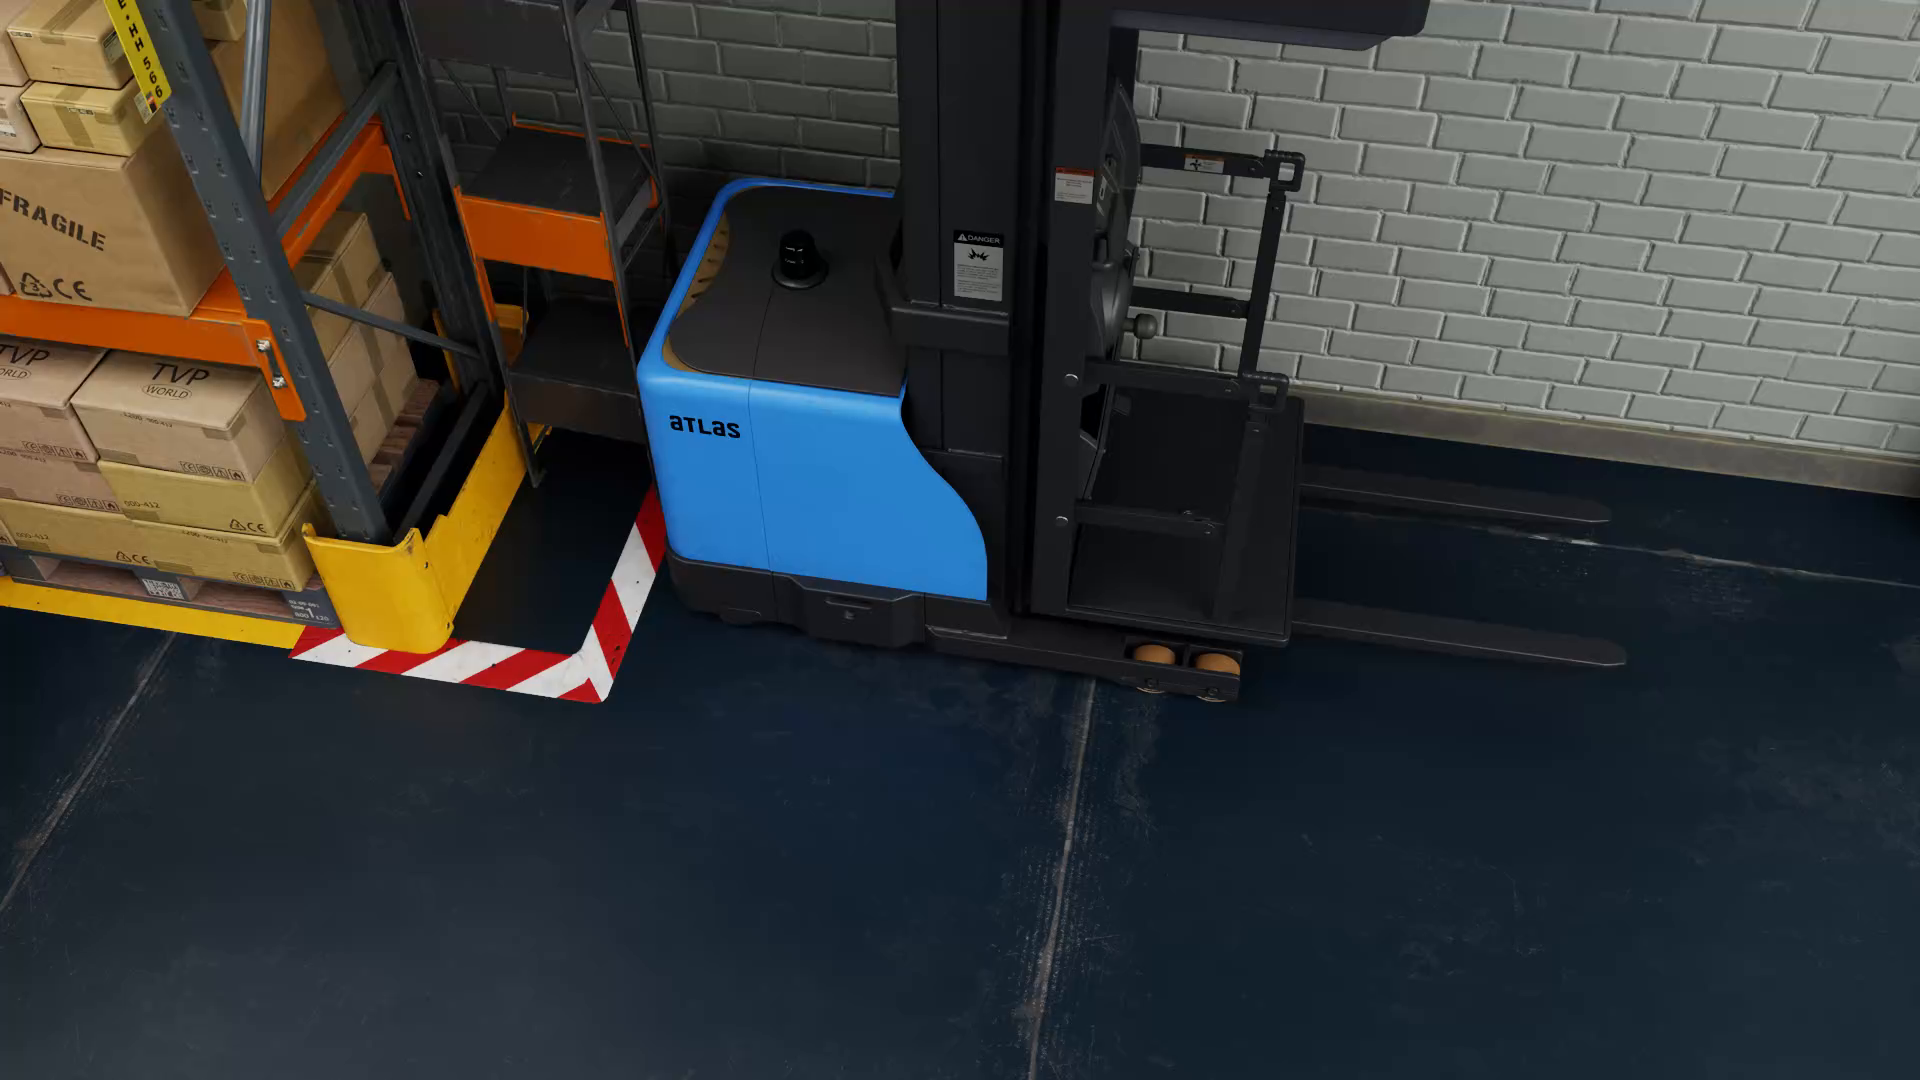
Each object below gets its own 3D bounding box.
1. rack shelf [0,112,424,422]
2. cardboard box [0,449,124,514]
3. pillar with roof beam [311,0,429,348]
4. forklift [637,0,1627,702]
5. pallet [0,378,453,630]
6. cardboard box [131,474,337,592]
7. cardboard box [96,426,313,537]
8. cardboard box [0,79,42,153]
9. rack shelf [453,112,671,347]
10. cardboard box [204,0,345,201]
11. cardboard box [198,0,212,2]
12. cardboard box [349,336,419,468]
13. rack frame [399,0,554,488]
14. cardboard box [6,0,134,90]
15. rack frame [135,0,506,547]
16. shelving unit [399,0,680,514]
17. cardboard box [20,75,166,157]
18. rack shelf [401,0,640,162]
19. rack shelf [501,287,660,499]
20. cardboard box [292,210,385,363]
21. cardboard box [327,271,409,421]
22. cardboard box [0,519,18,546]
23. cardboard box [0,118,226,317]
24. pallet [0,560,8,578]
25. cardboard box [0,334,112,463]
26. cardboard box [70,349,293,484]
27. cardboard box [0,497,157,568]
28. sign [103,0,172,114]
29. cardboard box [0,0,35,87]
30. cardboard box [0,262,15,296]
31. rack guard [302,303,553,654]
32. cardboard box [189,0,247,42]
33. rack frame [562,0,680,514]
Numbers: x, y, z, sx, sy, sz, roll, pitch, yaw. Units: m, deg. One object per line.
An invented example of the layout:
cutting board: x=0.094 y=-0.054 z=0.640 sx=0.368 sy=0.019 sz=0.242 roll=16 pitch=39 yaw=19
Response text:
rack shelf: x=-3.752 y=-1.101 z=5.206 sx=4.000 sy=0.370 sz=1.077 roll=8 pitch=49 yaw=7
cardboard box: x=-2.810 y=-0.375 z=5.301 sx=0.500 sy=0.250 sz=0.500 roll=7 pitch=48 yaw=6
pillar with roof beam: x=-3.074 y=-0.683 z=0.314 sx=0.400 sy=9.000 sz=9.100 roll=8 pitch=49 yaw=7
forklift: x=0.618 y=-0.896 z=4.584 sx=3.031 sy=2.935 sz=1.130 roll=8 pitch=49 yaw=7
pallet: x=-2.544 y=-0.215 z=5.802 sx=1.213 sy=0.211 sz=1.003 roll=8 pitch=49 yaw=7
cardboard box: x=-2.302 y=-0.129 z=5.416 sx=0.500 sy=0.250 sz=0.500 roll=8 pitch=49 yaw=7
cardboard box: x=-2.318 y=-0.301 z=5.234 sx=0.500 sy=0.250 sz=0.500 roll=7 pitch=48 yaw=6
cardboard box: x=-2.431 y=-1.180 z=4.290 sx=0.250 sy=0.149 sz=0.380 roll=8 pitch=49 yaw=7
rack shelf: x=-1.225 y=-0.975 z=5.233 sx=0.480 sy=0.518 sz=0.431 roll=11 pitch=49 yaw=10
cardboard box: x=-2.222 y=-1.379 z=4.905 sx=0.500 sy=0.500 sz=0.500 roll=9 pitch=49 yaw=8
cardboard box: x=-2.076 y=-1.627 z=4.492 sx=0.250 sy=0.149 sz=0.380 roll=7 pitch=48 yaw=6
cardboard box: x=-2.232 y=-0.506 z=5.755 sx=0.500 sy=0.250 sz=0.500 roll=8 pitch=49 yaw=7
rack frame: x=-1.461 y=-1.031 z=5.264 sx=0.015 sy=2.100 sz=0.400 roll=11 pitch=49 yaw=10
cardboard box: x=-2.174 y=-1.320 z=4.216 sx=0.250 sy=0.149 sz=0.380 roll=8 pitch=49 yaw=7
rack frame: x=-1.784 y=-1.077 z=4.701 sx=0.127 sy=3.000 sz=1.000 roll=8 pitch=49 yaw=7
shelving unit: x=-1.225 y=-0.984 z=5.223 sx=0.503 sy=2.100 sz=0.431 roll=11 pitch=49 yaw=10
cardboard box: x=-2.175 y=-1.168 z=4.279 sx=0.250 sy=0.149 sz=0.380 roll=8 pitch=49 yaw=7
rack shelf: x=-1.225 y=-1.443 z=4.712 sx=0.480 sy=0.518 sz=0.431 roll=11 pitch=49 yaw=10
rack shelf: x=-1.225 y=-0.507 z=5.753 sx=0.480 sy=0.518 sz=0.431 roll=11 pitch=49 yaw=10
cardboard box: x=-2.223 y=-0.835 z=5.377 sx=0.500 sy=0.250 sz=0.500 roll=7 pitch=48 yaw=6
cardboard box: x=-2.209 y=-0.680 z=5.574 sx=0.500 sy=0.250 sz=0.500 roll=8 pitch=49 yaw=8
cardboard box: x=-3.281 y=-0.275 z=5.546 sx=0.500 sy=0.250 sz=0.500 roll=8 pitch=49 yaw=7
cardboard box: x=-2.315 y=-0.983 z=4.550 sx=0.500 sy=0.500 sz=0.500 roll=7 pitch=48 yaw=6
pallet: x=-3.741 y=-0.379 z=5.948 sx=1.213 sy=0.211 sz=1.003 roll=8 pitch=49 yaw=7
cardboard box: x=-2.796 y=-0.528 z=5.102 sx=0.500 sy=0.250 sz=0.500 roll=8 pitch=49 yaw=8
cardboard box: x=-2.292 y=-0.465 z=5.045 sx=0.500 sy=0.250 sz=0.500 roll=9 pitch=49 yaw=8
cardboard box: x=-2.790 y=-0.202 z=5.481 sx=0.500 sy=0.250 sz=0.500 roll=8 pitch=49 yaw=7
sign: x=-1.894 y=-1.148 z=3.827 sx=0.005 sy=0.325 sz=0.100 roll=8 pitch=49 yaw=7
cardboard box: x=-2.422 y=-1.330 z=4.225 sx=0.250 sy=0.149 sz=0.380 roll=8 pitch=49 yaw=7
cardboard box: x=-2.823 y=-1.059 z=4.617 sx=0.500 sy=0.500 sz=0.500 roll=9 pitch=49 yaw=8
rack guard: x=-1.760 y=-0.238 z=5.628 sx=0.348 sy=0.500 sz=1.175 roll=8 pitch=49 yaw=7
cardboard box: x=-2.071 y=-1.562 z=4.634 sx=0.250 sy=0.149 sz=0.380 roll=7 pitch=48 yaw=6
rack frame: x=-0.990 y=-0.938 z=5.181 sx=0.015 sy=2.100 sz=0.400 roll=11 pitch=49 yaw=10
